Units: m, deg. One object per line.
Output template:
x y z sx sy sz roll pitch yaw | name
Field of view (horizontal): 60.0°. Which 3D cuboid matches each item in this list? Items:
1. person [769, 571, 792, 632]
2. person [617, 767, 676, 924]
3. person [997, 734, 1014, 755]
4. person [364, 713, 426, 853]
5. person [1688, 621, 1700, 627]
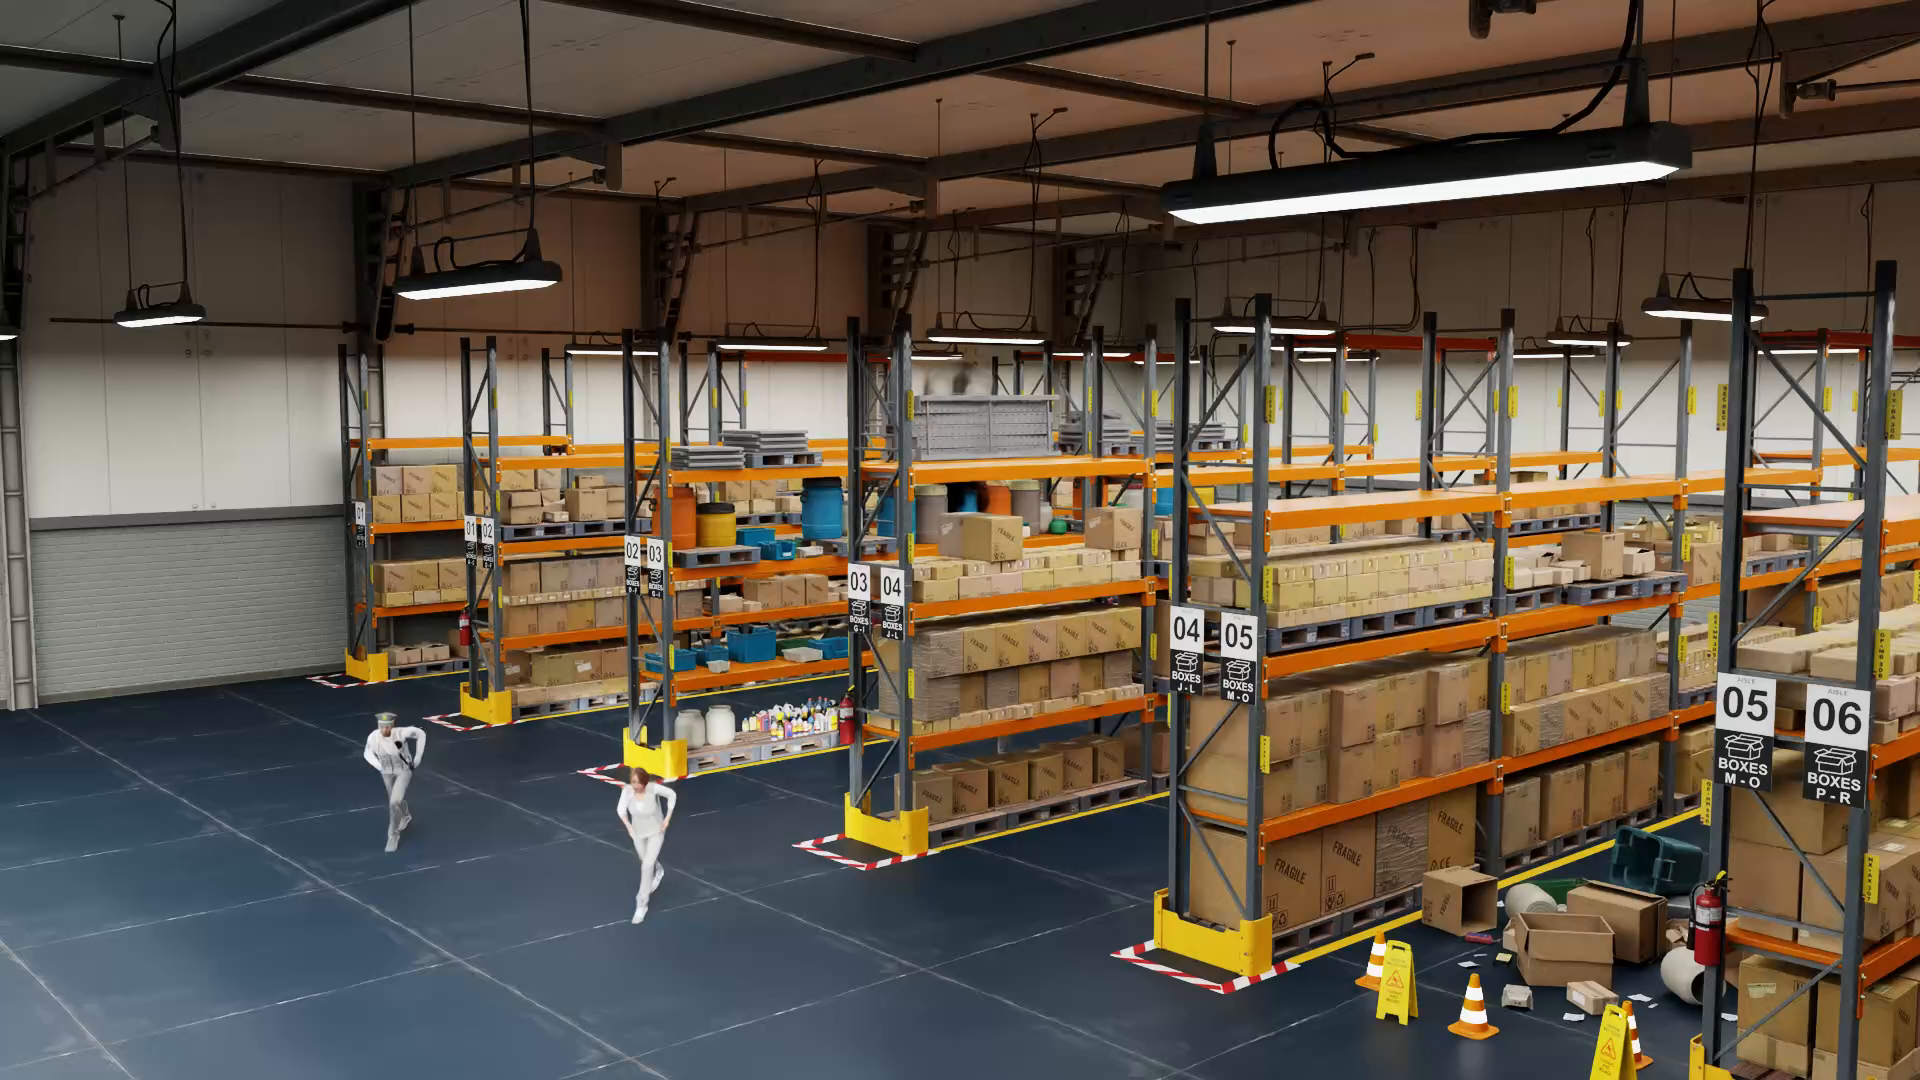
-3.583 1.326 33.089 0.701 1.759 0.892 4 7 40 | person
-3.090 2.945 16.556 0.576 1.546 0.920 0 5 0 | person
0.627 2.233 23.205 0.631 1.734 0.690 -5 7 -44 | person
-6.419 2.708 19.004 0.657 1.619 0.958 0 5 -4 | person
11.205 2.078 25.425 0.632 1.635 0.554 -4 6 -34 | person
